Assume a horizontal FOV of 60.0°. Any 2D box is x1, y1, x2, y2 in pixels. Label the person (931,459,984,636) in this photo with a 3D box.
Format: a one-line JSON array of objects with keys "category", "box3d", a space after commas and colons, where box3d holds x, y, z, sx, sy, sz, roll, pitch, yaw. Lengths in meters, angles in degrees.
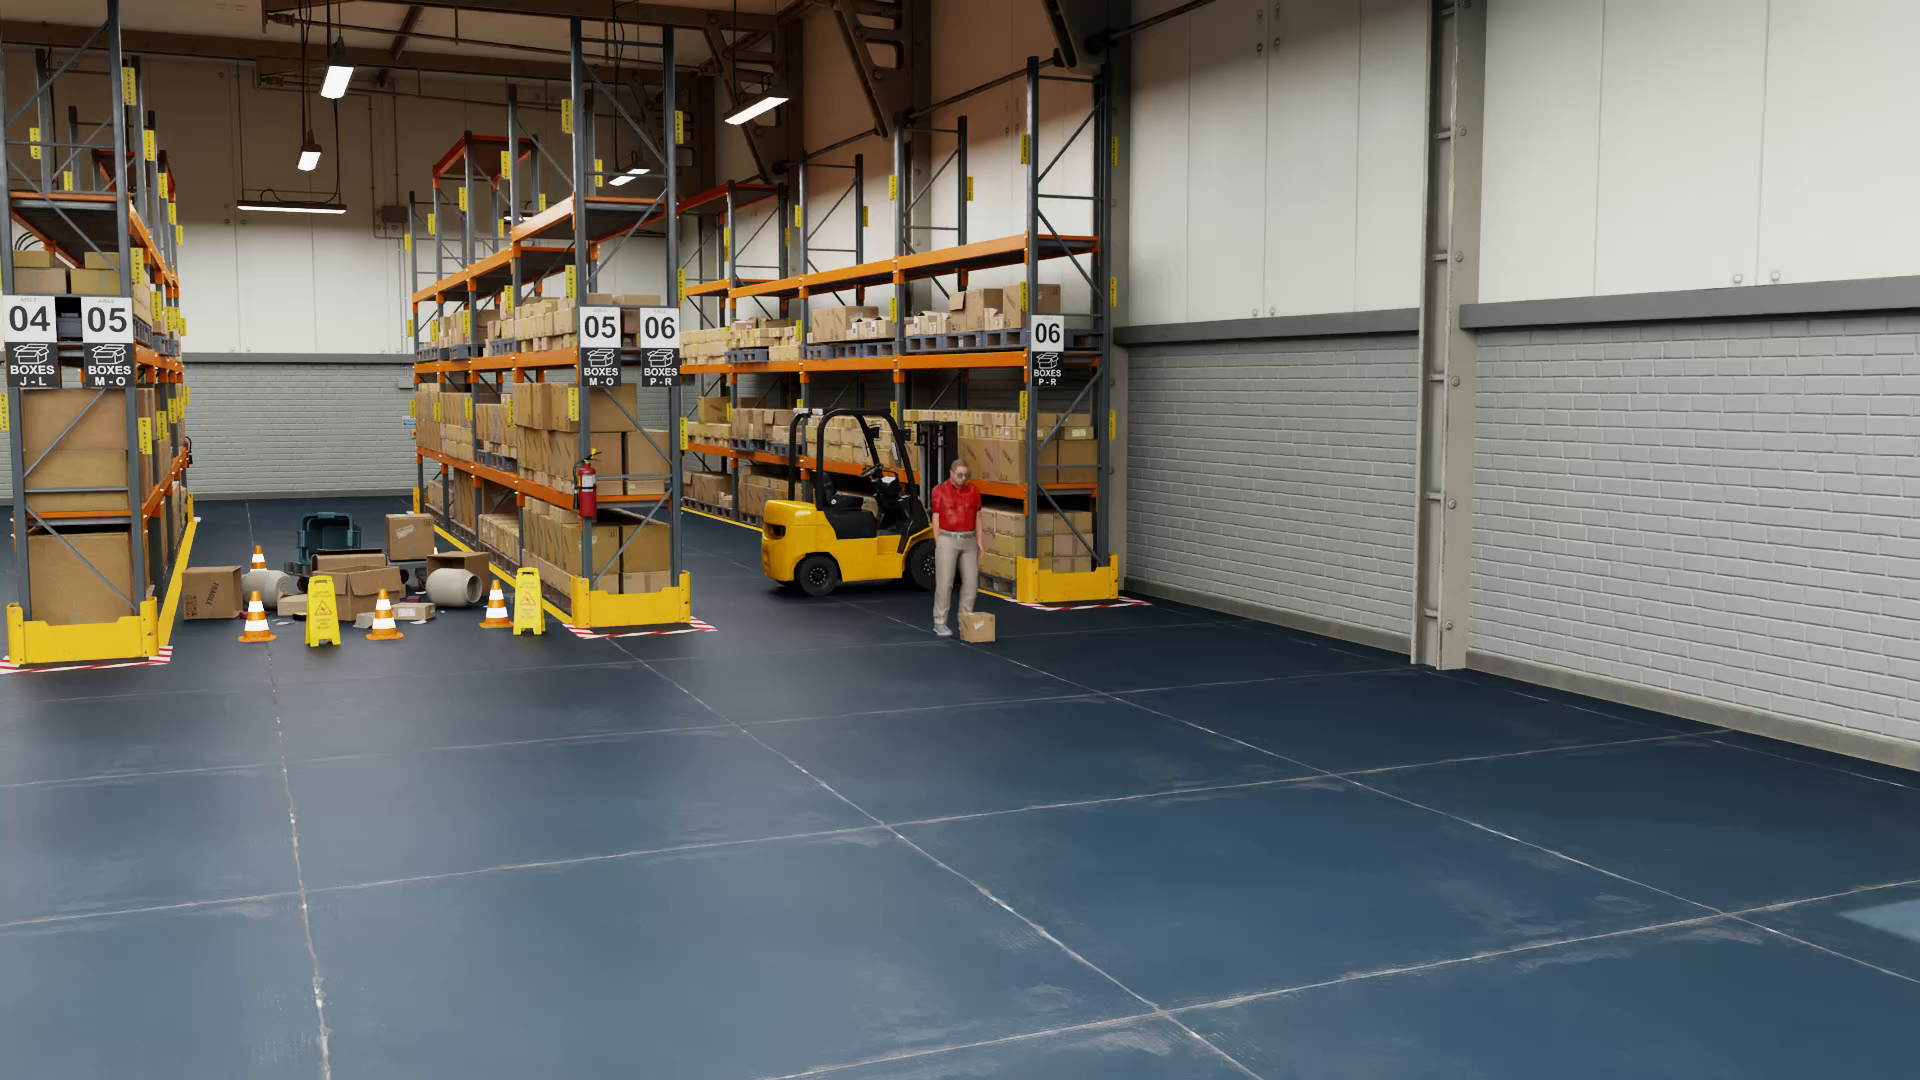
[{"category": "person", "box3d": [-0.015, 0.064, 16.266, 0.534, 1.717, 0.357, -2, 6, -23]}]
